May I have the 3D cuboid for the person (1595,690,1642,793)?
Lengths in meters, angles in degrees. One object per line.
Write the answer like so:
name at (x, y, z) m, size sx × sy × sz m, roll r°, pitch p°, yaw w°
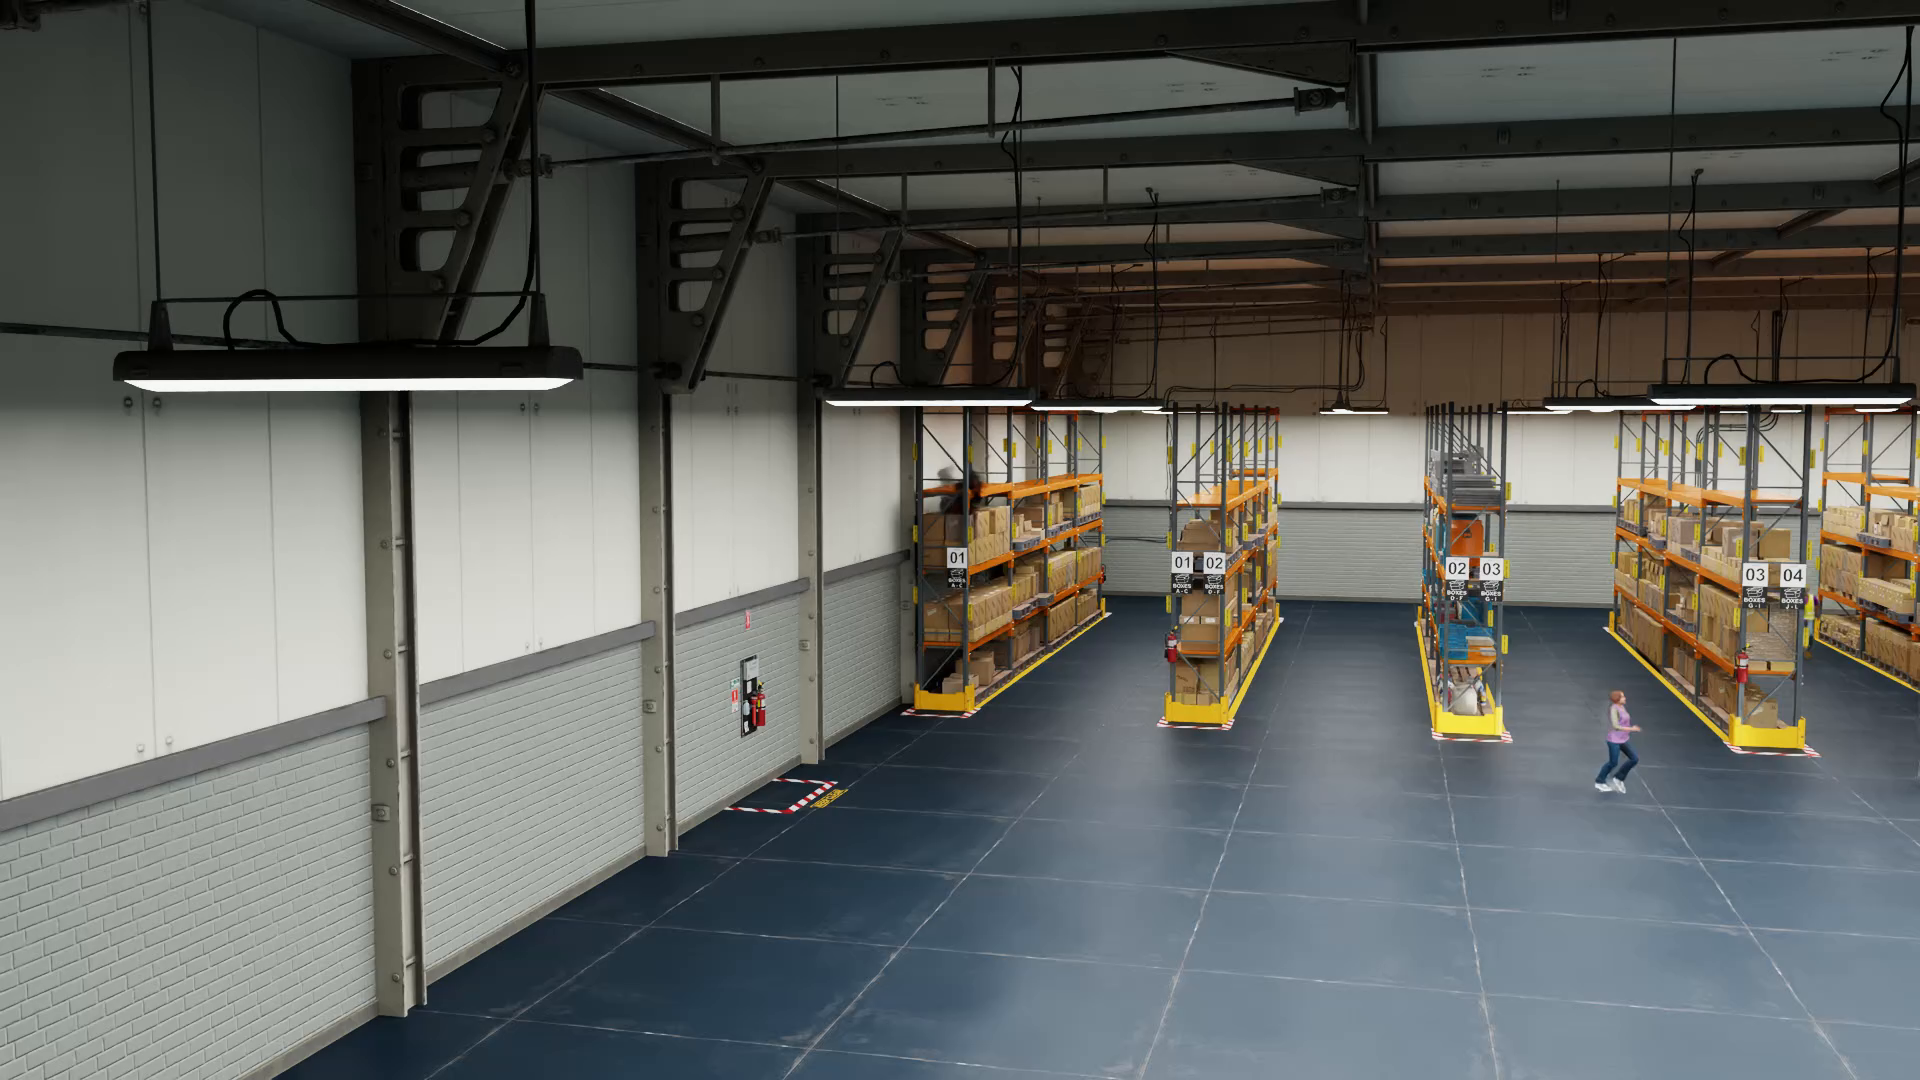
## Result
person at (10.000, 3.058, 25.210) m, size 0.512 × 1.589 × 0.678 m, roll -4°, pitch 6°, yaw -44°

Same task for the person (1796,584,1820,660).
person at (20.067, 1.911, 39.512) m, size 0.668 × 1.783 × 0.741 m, roll 1°, pitch 4°, yaw 19°
